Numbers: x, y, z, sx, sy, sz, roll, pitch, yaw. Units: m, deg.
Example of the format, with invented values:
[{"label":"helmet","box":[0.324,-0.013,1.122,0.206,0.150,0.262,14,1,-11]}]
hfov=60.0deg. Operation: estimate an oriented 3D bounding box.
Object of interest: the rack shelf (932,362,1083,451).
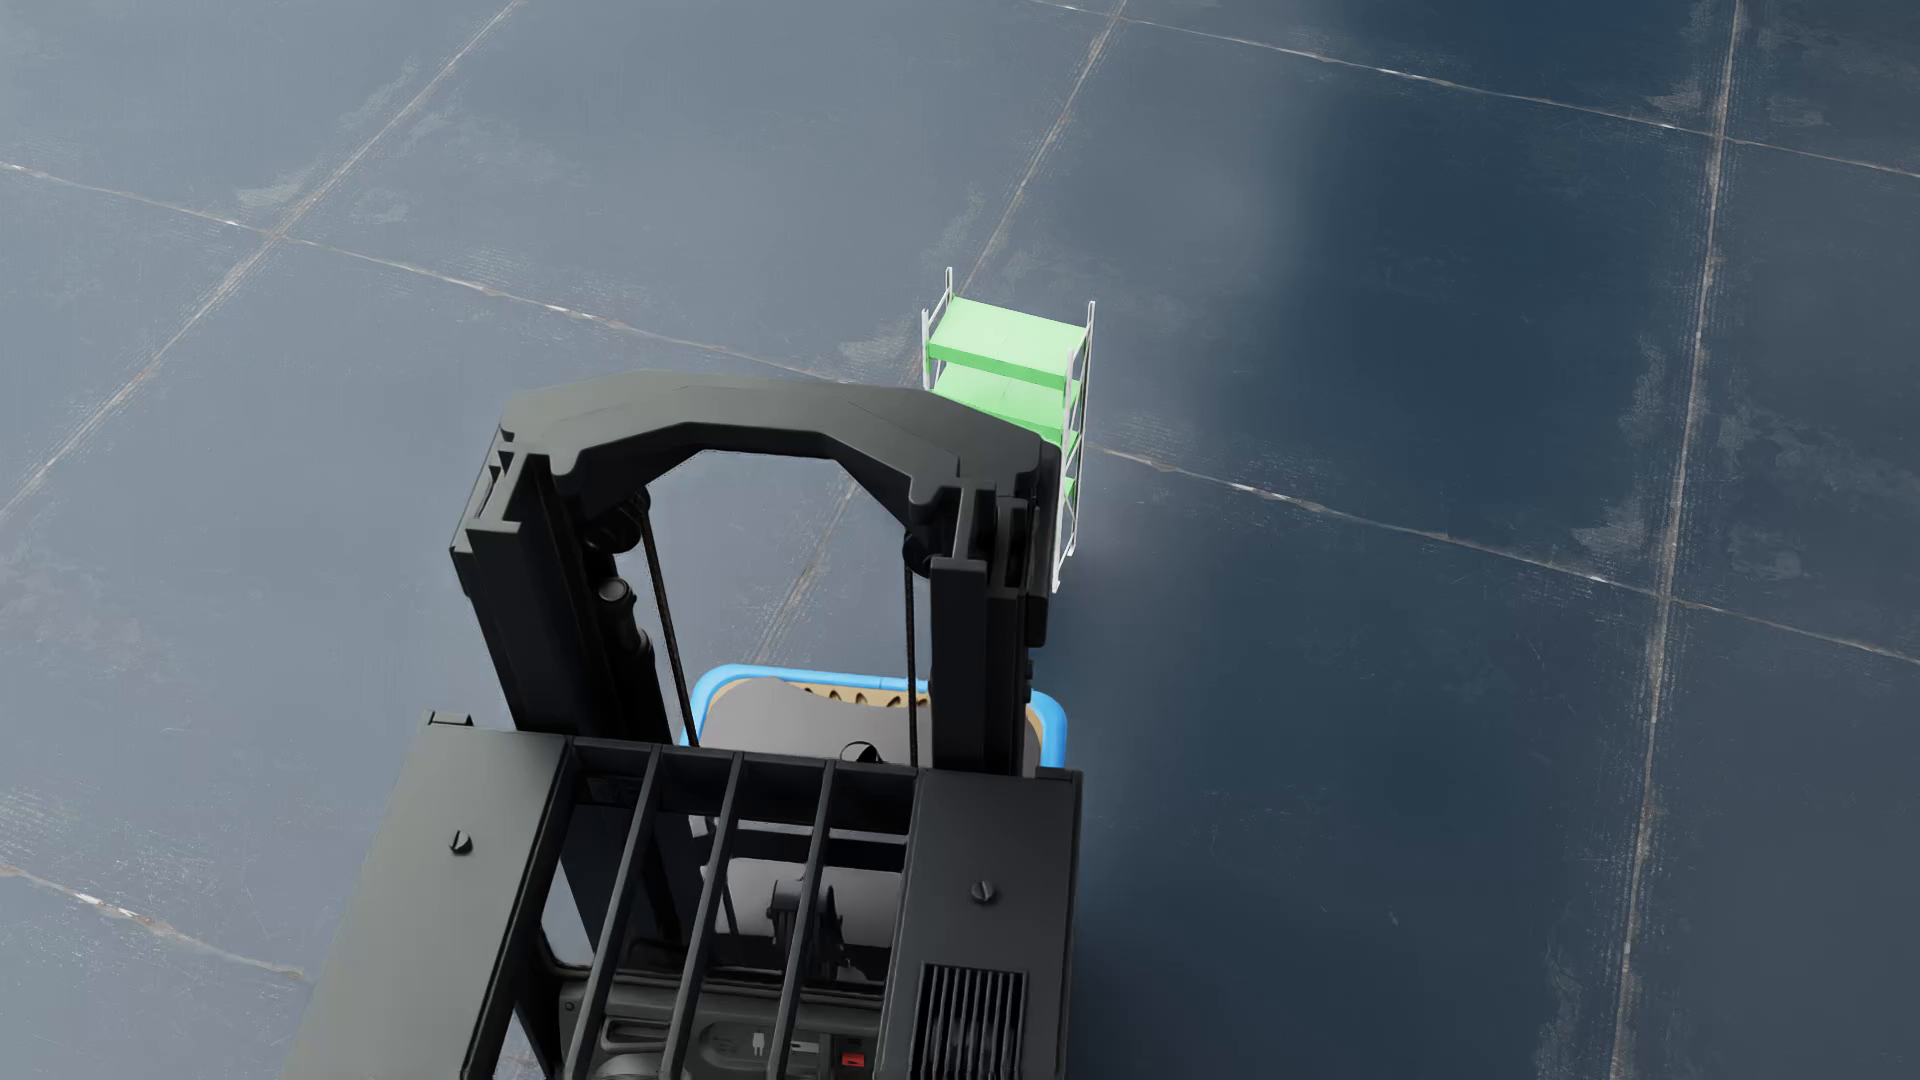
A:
[{"label":"rack shelf","box":[0.155,-0.465,5.626,0.480,0.148,0.258,16,51,13]}]

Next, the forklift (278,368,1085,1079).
[{"label":"forklift","box":[-0.373,1.224,3.250,1.130,2.935,3.031,5,49,4]}]

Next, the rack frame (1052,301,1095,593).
[{"label":"rack frame","box":[0.384,-0.286,5.704,0.015,1.200,0.240,16,51,13]}]

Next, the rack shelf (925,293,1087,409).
[{"label":"rack shelf","box":[0.155,-0.622,5.445,0.480,0.148,0.258,16,51,13]}]

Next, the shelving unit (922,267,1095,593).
[{"label":"shelving unit","box":[0.155,-0.350,5.759,0.503,1.200,0.258,16,51,13]}]

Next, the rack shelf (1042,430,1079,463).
[{"label":"rack shelf","box":[0.155,-0.308,5.807,0.480,0.148,0.258,16,51,13]}]

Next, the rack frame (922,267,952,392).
[{"label":"rack frame","box":[-0.074,-0.414,5.814,0.015,1.200,0.240,16,51,13]}]

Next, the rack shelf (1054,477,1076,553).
[{"label":"rack shelf","box":[0.155,-0.151,5.989,0.480,0.148,0.258,16,51,13]}]
